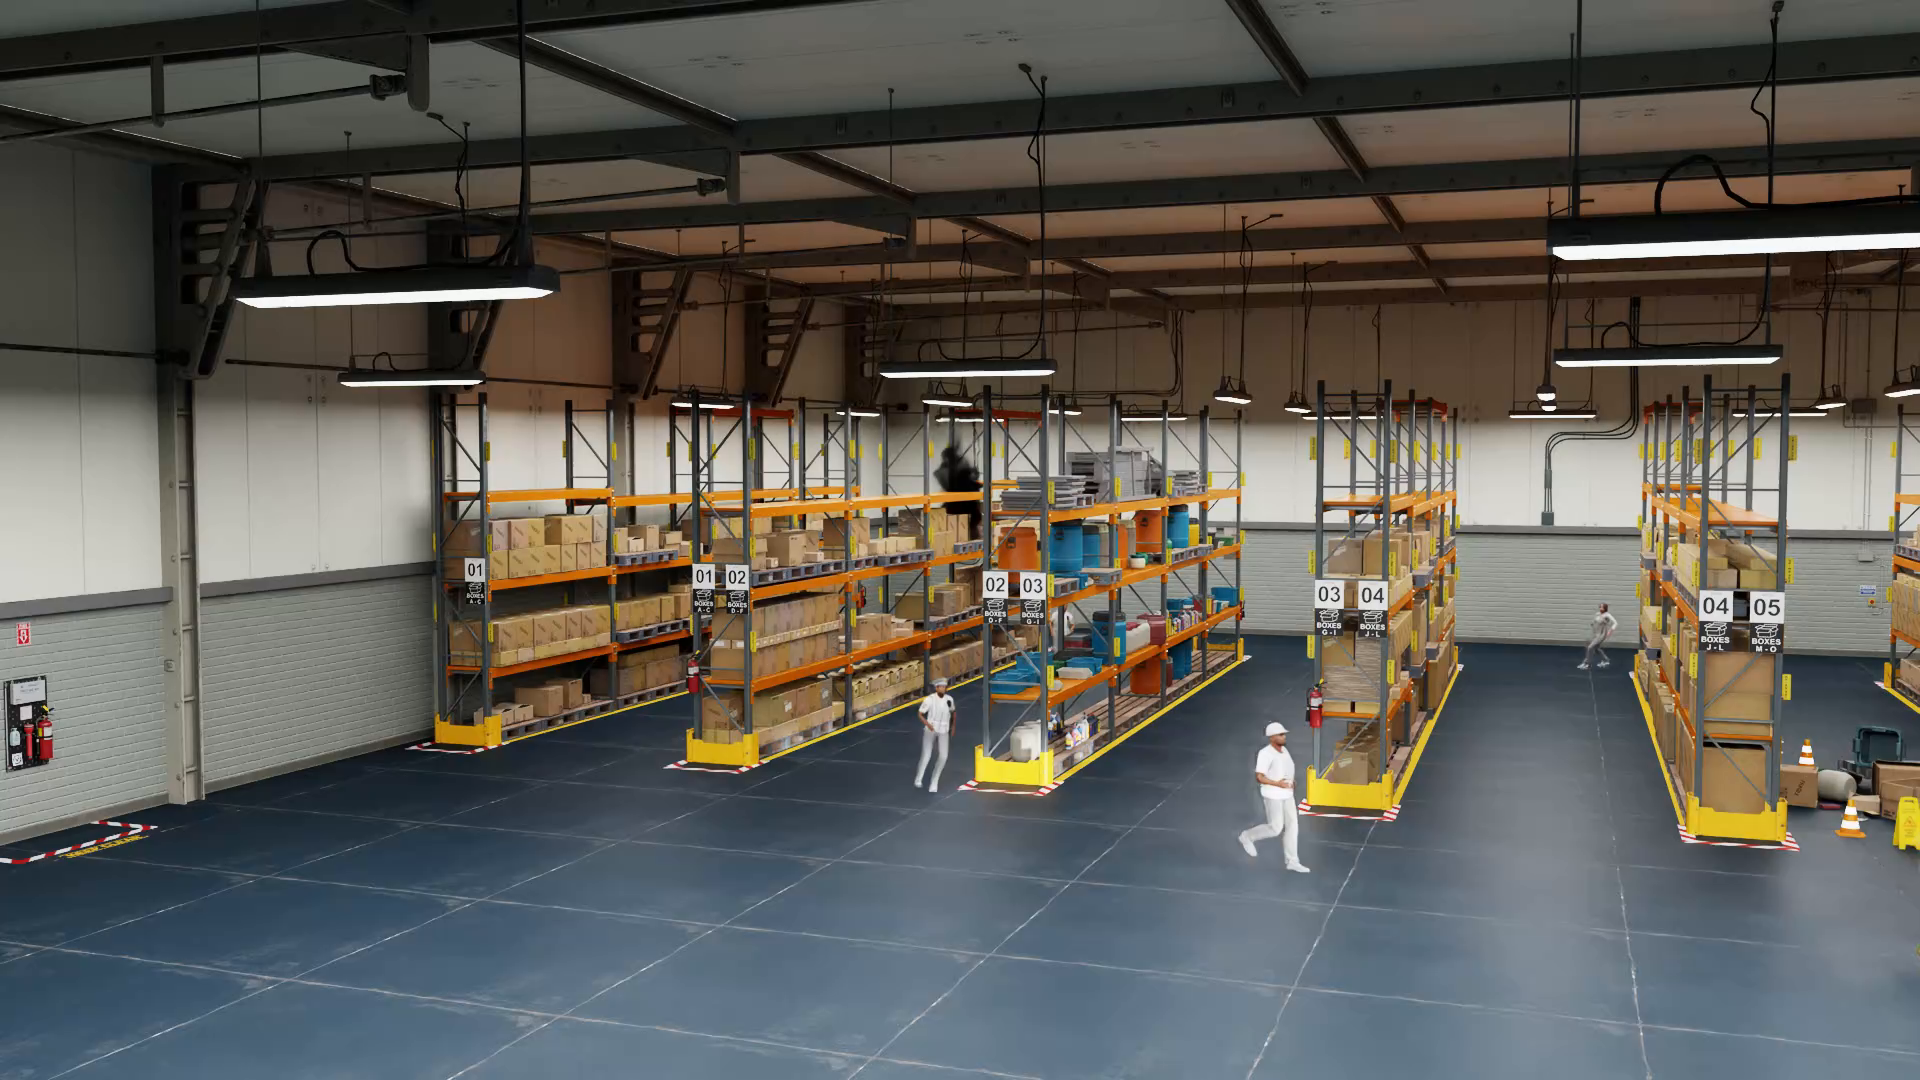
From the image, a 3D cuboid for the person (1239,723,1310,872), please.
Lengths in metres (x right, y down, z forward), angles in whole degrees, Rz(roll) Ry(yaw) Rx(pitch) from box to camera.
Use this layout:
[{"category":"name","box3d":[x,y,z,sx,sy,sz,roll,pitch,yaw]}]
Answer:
[{"category":"person","box3d":[3.783,3.058,19.886,0.923,1.751,0.699,3,4,42]}]

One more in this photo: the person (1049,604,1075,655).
[{"category":"person","box3d":[2.291,2.197,37.541,0.615,1.631,0.498,0,3,8]}]

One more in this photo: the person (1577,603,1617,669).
[{"category":"person","box3d":[14.593,2.199,38.051,0.743,1.547,0.550,0,3,-6]}]

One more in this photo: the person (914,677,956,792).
[{"category":"person","box3d":[-0.332,2.871,24.637,0.654,1.695,0.660,-1,3,-14]}]
